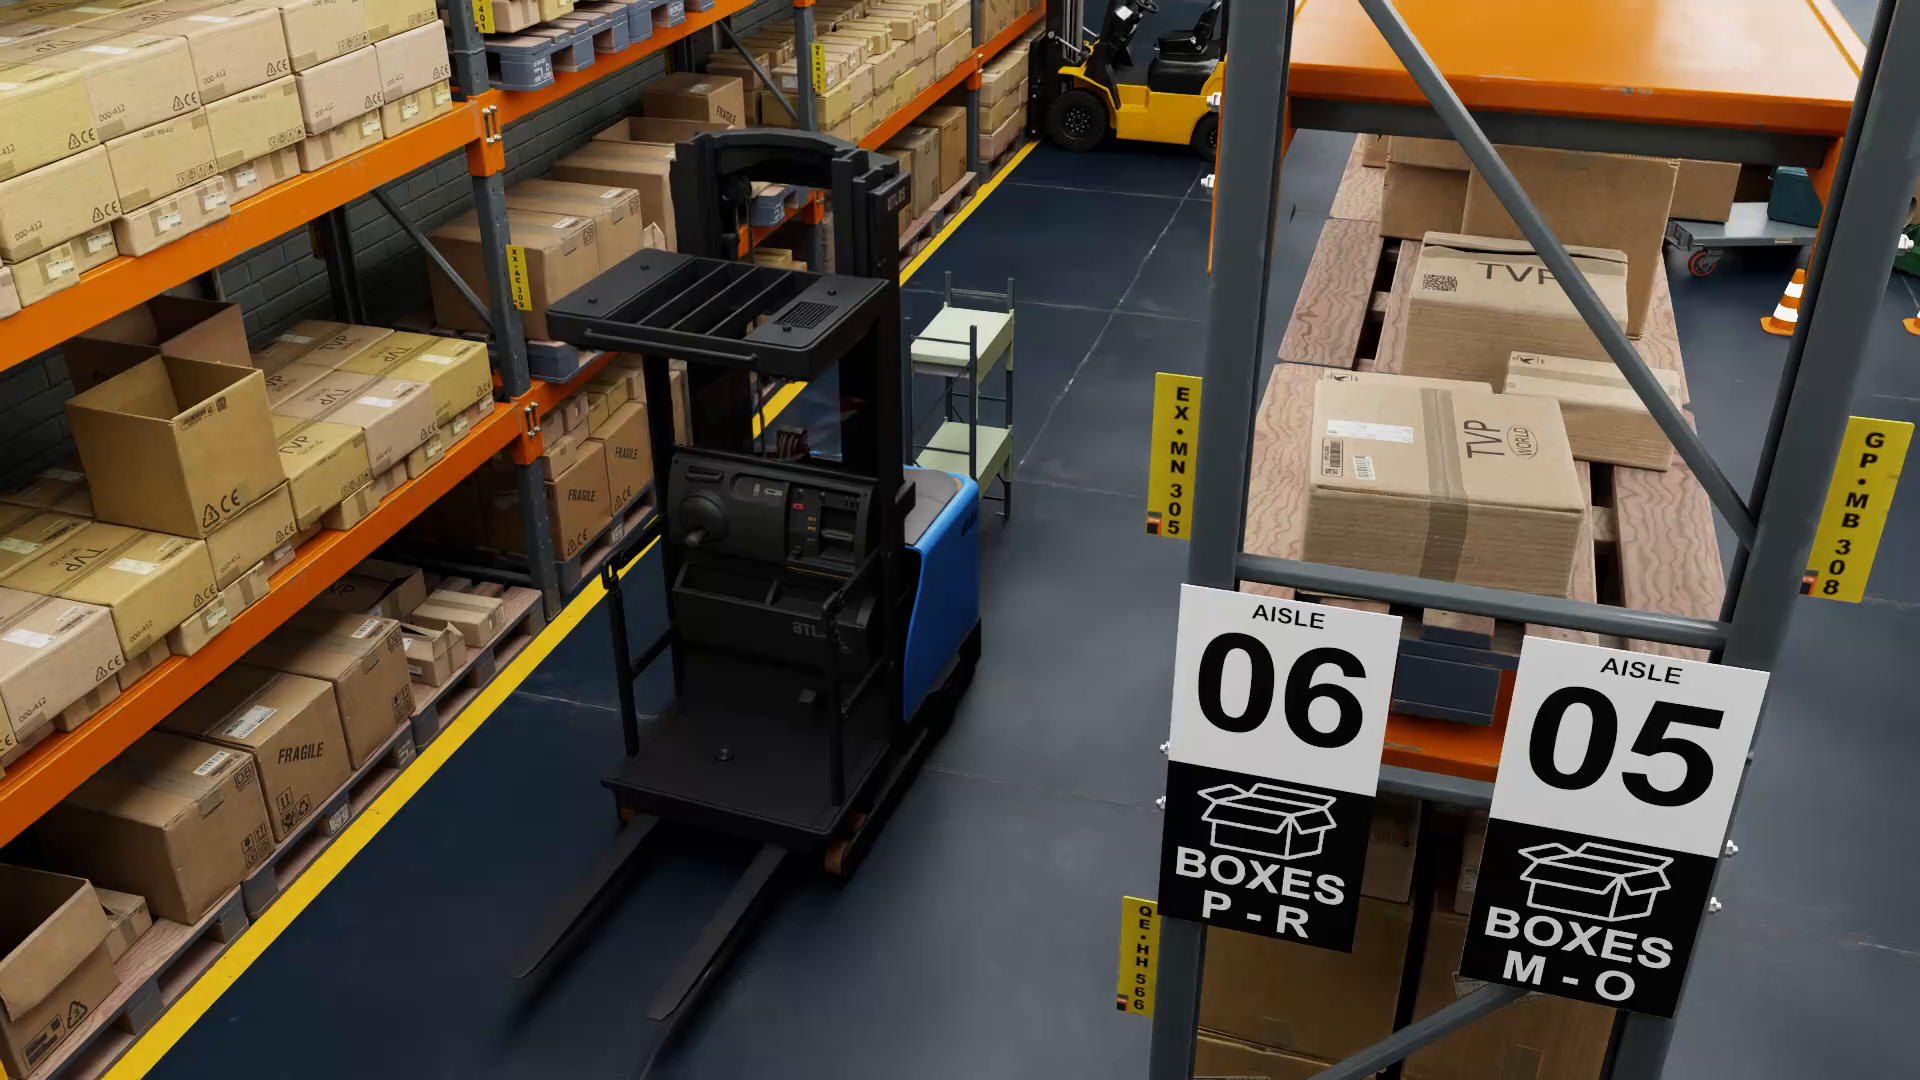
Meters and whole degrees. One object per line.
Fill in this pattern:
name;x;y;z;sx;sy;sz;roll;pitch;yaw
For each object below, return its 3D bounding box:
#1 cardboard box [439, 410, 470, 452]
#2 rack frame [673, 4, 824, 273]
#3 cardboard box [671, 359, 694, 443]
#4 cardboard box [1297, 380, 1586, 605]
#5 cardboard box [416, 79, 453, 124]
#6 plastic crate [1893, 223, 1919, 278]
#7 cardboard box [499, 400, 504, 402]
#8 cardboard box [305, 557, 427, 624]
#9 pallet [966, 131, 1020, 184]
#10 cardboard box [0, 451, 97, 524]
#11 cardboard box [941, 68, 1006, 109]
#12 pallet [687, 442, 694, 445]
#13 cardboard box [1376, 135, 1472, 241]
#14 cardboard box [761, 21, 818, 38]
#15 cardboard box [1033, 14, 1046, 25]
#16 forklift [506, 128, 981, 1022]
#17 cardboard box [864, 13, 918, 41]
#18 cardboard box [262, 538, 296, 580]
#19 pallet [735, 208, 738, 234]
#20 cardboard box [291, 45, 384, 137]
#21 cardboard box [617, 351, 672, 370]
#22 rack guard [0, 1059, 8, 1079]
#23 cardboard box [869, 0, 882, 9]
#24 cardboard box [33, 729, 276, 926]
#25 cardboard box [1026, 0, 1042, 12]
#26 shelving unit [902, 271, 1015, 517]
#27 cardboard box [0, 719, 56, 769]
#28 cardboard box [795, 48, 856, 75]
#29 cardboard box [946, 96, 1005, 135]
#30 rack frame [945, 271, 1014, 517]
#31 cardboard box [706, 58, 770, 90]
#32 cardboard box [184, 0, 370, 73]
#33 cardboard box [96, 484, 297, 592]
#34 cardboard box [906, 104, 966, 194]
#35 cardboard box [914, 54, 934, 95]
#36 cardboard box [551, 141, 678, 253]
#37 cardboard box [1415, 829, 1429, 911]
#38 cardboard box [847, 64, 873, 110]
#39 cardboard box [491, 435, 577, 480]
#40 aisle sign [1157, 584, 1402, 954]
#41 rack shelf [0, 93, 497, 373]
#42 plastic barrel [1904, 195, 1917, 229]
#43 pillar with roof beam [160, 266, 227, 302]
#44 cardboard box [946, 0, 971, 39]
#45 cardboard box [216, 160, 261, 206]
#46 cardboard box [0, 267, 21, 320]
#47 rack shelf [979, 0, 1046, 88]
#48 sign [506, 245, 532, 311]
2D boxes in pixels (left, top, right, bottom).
cardboard box;-2.570;-0.548;7.907;0.380;0.149;0.250;9;30;16
rack frame;-1.488;-2.825;11.742;1.000;3.000;0.127;8;30;15
cardboard box;-1.849;-0.970;10.547;0.500;0.500;0.500;7;30;13
cardboard box;0.956;-0.095;3.368;0.500;0.250;0.500;6;30;10
cardboard box;-2.485;-1.957;7.356;0.380;0.149;0.250;8;30;15
plastic crate;7.993;-2.382;13.779;0.662;0.188;0.450;-24;47;-37
cardboard box;-2.694;-0.790;9.556;0.380;0.149;0.250;9;30;15
cardboard box;-3.082;0.299;8.461;0.500;0.311;0.500;10;30;17
pallet;-0.040;-3.829;16.415;1.003;0.211;1.213;8;30;15
cardboard box;-3.499;-0.135;6.755;0.500;0.250;0.500;8;30;15
cardboard box;0.128;-4.282;15.730;0.500;0.250;0.500;8;30;14
pallet;-2.103;-0.699;10.790;1.003;0.211;1.213;8;30;15
cardboard box;1.719;-1.211;5.115;0.797;0.503;0.637;11;31;19
cardboard box;-1.332;-3.943;12.983;0.380;0.149;0.250;8;30;14
cardboard box;0.879;-5.465;17.855;0.500;0.250;0.500;9;30;16
forklift;-0.883;-0.063;6.849;1.130;2.935;3.031;10;31;18
cardboard box;-0.552;-4.088;13.243;0.380;0.149;0.250;8;30;14
cardboard box;-2.984;0.043;6.846;0.380;0.149;0.250;8;30;15
pallet;-2.054;-1.836;10.163;1.003;0.211;1.213;8;30;15
cardboard box;-2.707;-1.838;6.731;0.500;0.250;0.500;7;30;13
cardboard box;-1.979;-1.085;10.086;0.380;0.149;0.250;10;30;17
rack guard;-3.814;1.950;5.730;1.175;0.500;0.348;8;30;15
cardboard box;-0.880;-4.523;14.025;0.380;0.149;0.250;8;30;14
cardboard box;-3.278;1.140;6.755;0.700;0.500;0.500;10;31;17
cardboard box;0.519;-5.607;16.640;0.500;0.500;0.500;9;30;15
shelving unit;0.002;-0.659;9.391;0.431;1.500;0.755;8;30;15
cardboard box;-3.403;0.638;5.777;0.380;0.149;0.250;8;30;14
cardboard box;-0.985;-3.505;12.195;0.380;0.149;0.250;9;30;16
cardboard box;0.123;-4.065;15.853;0.500;0.250;0.500;8;30;15
rack frame;0.109;-0.829;9.697;0.400;1.500;0.023;8;30;15
cardboard box;-1.586;-3.332;11.883;0.380;0.149;0.250;9;30;16
cardboard box;-2.721;-2.053;6.604;0.500;0.250;0.500;8;30;14
cardboard box;-3.022;-0.055;6.611;0.500;0.250;0.500;8;30;14
cardboard box;-0.456;-3.585;15.120;0.875;0.625;0.625;10;31;17
cardboard box;-0.529;-3.886;13.803;0.500;0.250;0.500;9;30;15
cardboard box;-1.924;-1.991;9.709;0.700;0.500;0.500;8;30;15
cardboard box;1.468;0.696;4.283;0.500;0.500;0.500;8;30;14
cardboard box;-0.976;-3.381;12.383;0.500;0.250;0.500;9;30;16
cardboard box;-2.302;-0.469;8.980;0.380;0.149;0.250;10;31;17
aisle sign;0.593;0.453;3.176;0.394;0.787;0.004;8;30;15
rack shelf;-3.249;-1.033;6.175;1.077;0.370;4.000;8;30;15
plastic barrel;8.061;-2.938;14.595;0.421;0.421;0.512;-17;34;-28
pillar with roof beam;0.387;-2.778;5.487;9.100;9.000;0.400;8;30;15
cardboard box;-0.214;-4.572;14.523;0.500;0.250;0.500;8;30;14
cardboard box;-2.898;-1.369;6.298;0.380;0.149;0.250;9;30;15
cardboard box;-3.205;-0.766;5.215;0.380;0.149;0.250;9;30;16
rack shelf;0.273;-5.298;16.929;1.077;0.370;4.000;8;30;15
sign;-2.141;-1.270;8.057;0.100;0.325;0.005;8;30;15
